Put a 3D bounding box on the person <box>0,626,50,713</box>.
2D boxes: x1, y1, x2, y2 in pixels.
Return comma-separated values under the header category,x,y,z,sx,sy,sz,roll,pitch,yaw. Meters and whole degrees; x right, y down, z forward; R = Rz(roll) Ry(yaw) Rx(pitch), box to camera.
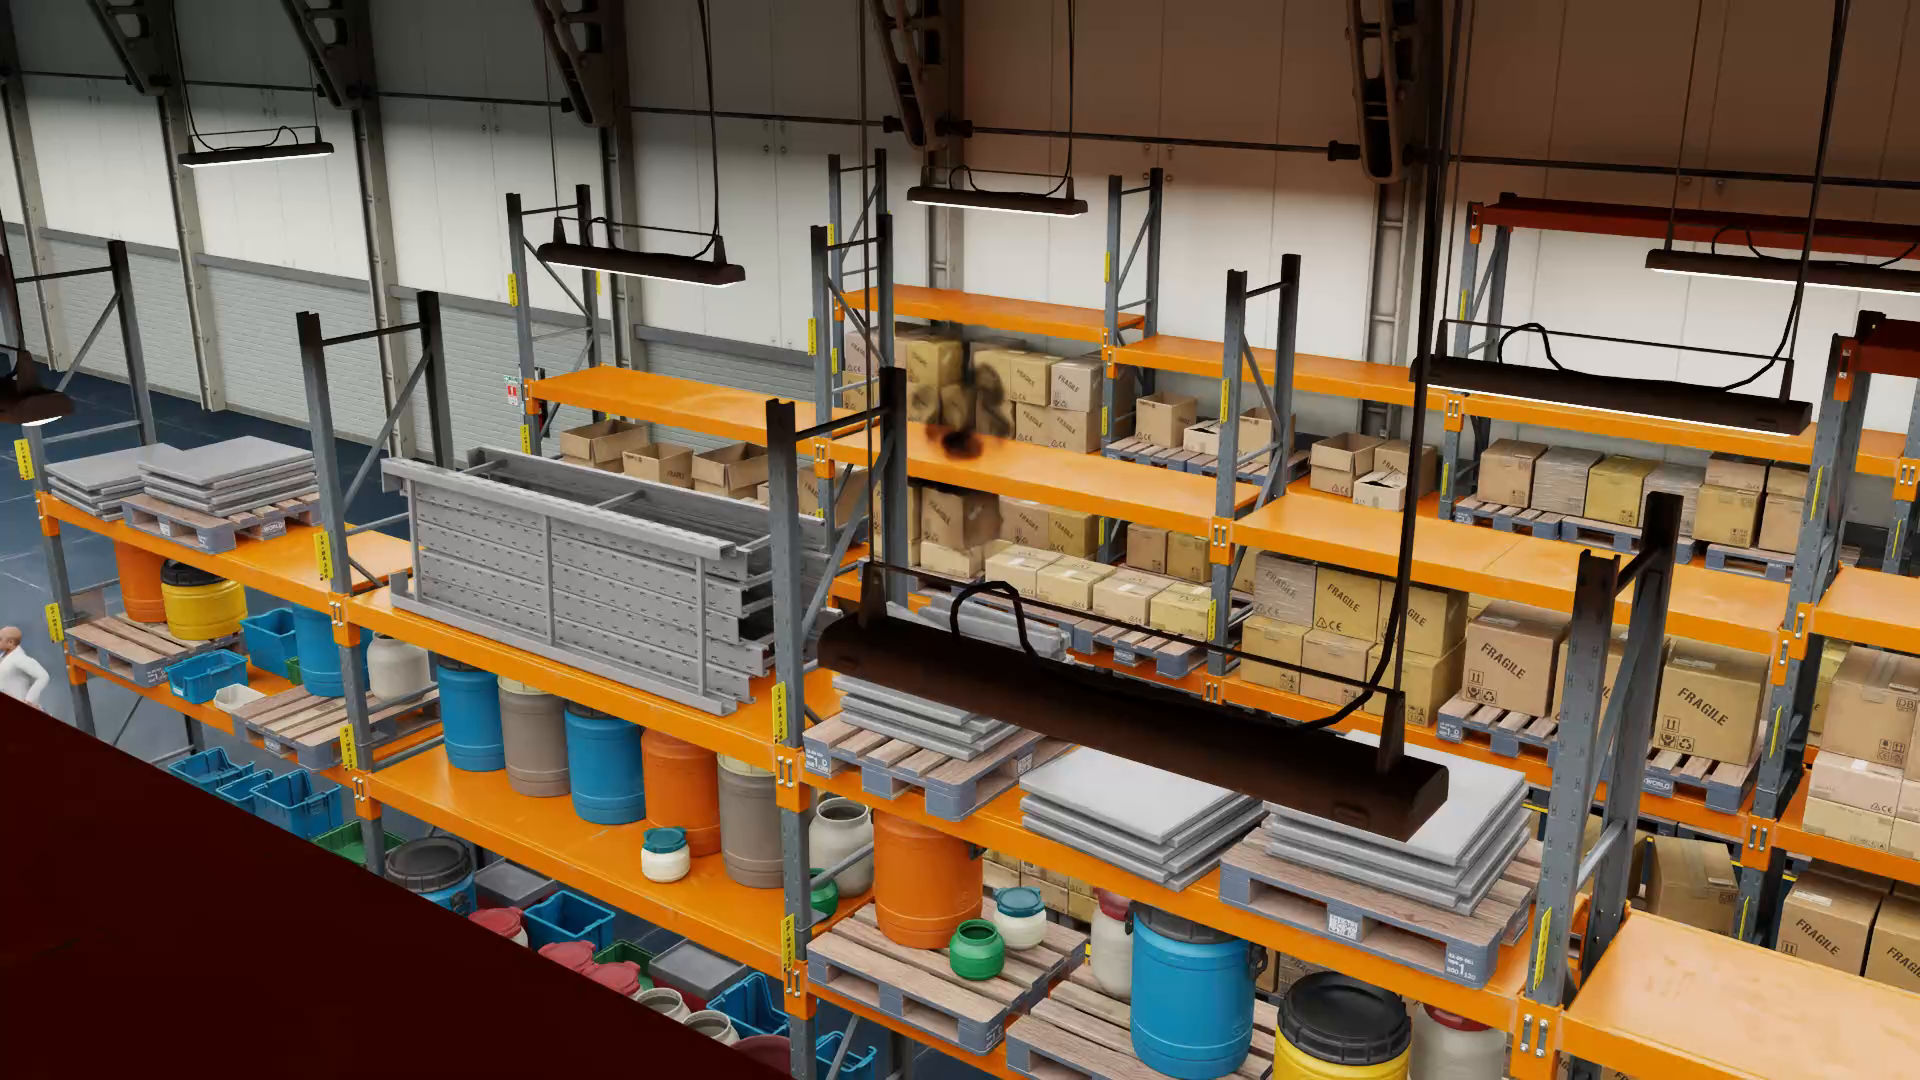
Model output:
category,x,y,z,sx,sy,sz,roll,pitch,yaw
person,-9.601,1.746,17.054,0.949,1.824,0.684,-10,21,-28
